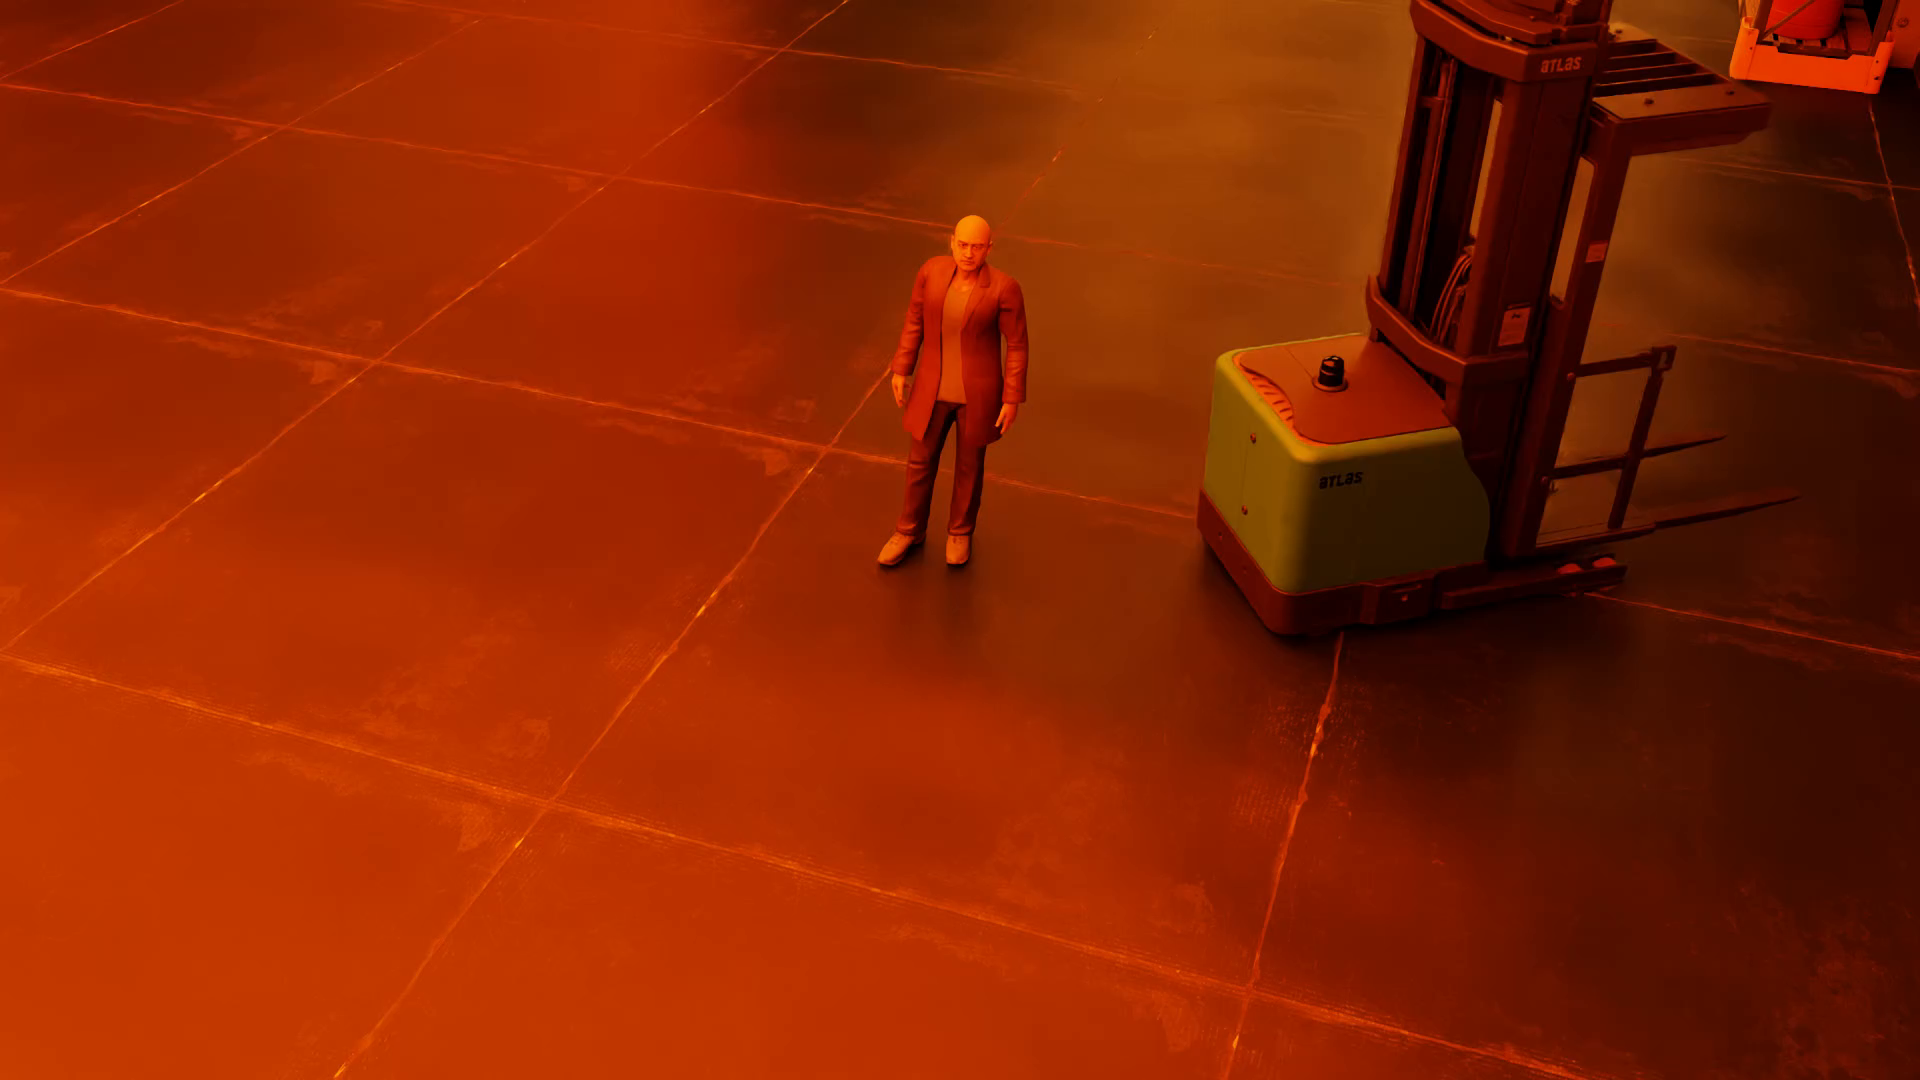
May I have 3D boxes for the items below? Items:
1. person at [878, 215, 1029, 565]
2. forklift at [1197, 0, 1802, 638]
[{"bbox_3d":[-0.035,-0.683,8.058,0.696,1.776,0.582,12,37,16],"label":"person"},{"bbox_3d":[2.804,-1.198,7.800,3.031,2.935,1.130,-9,36,-13],"label":"forklift"}]
